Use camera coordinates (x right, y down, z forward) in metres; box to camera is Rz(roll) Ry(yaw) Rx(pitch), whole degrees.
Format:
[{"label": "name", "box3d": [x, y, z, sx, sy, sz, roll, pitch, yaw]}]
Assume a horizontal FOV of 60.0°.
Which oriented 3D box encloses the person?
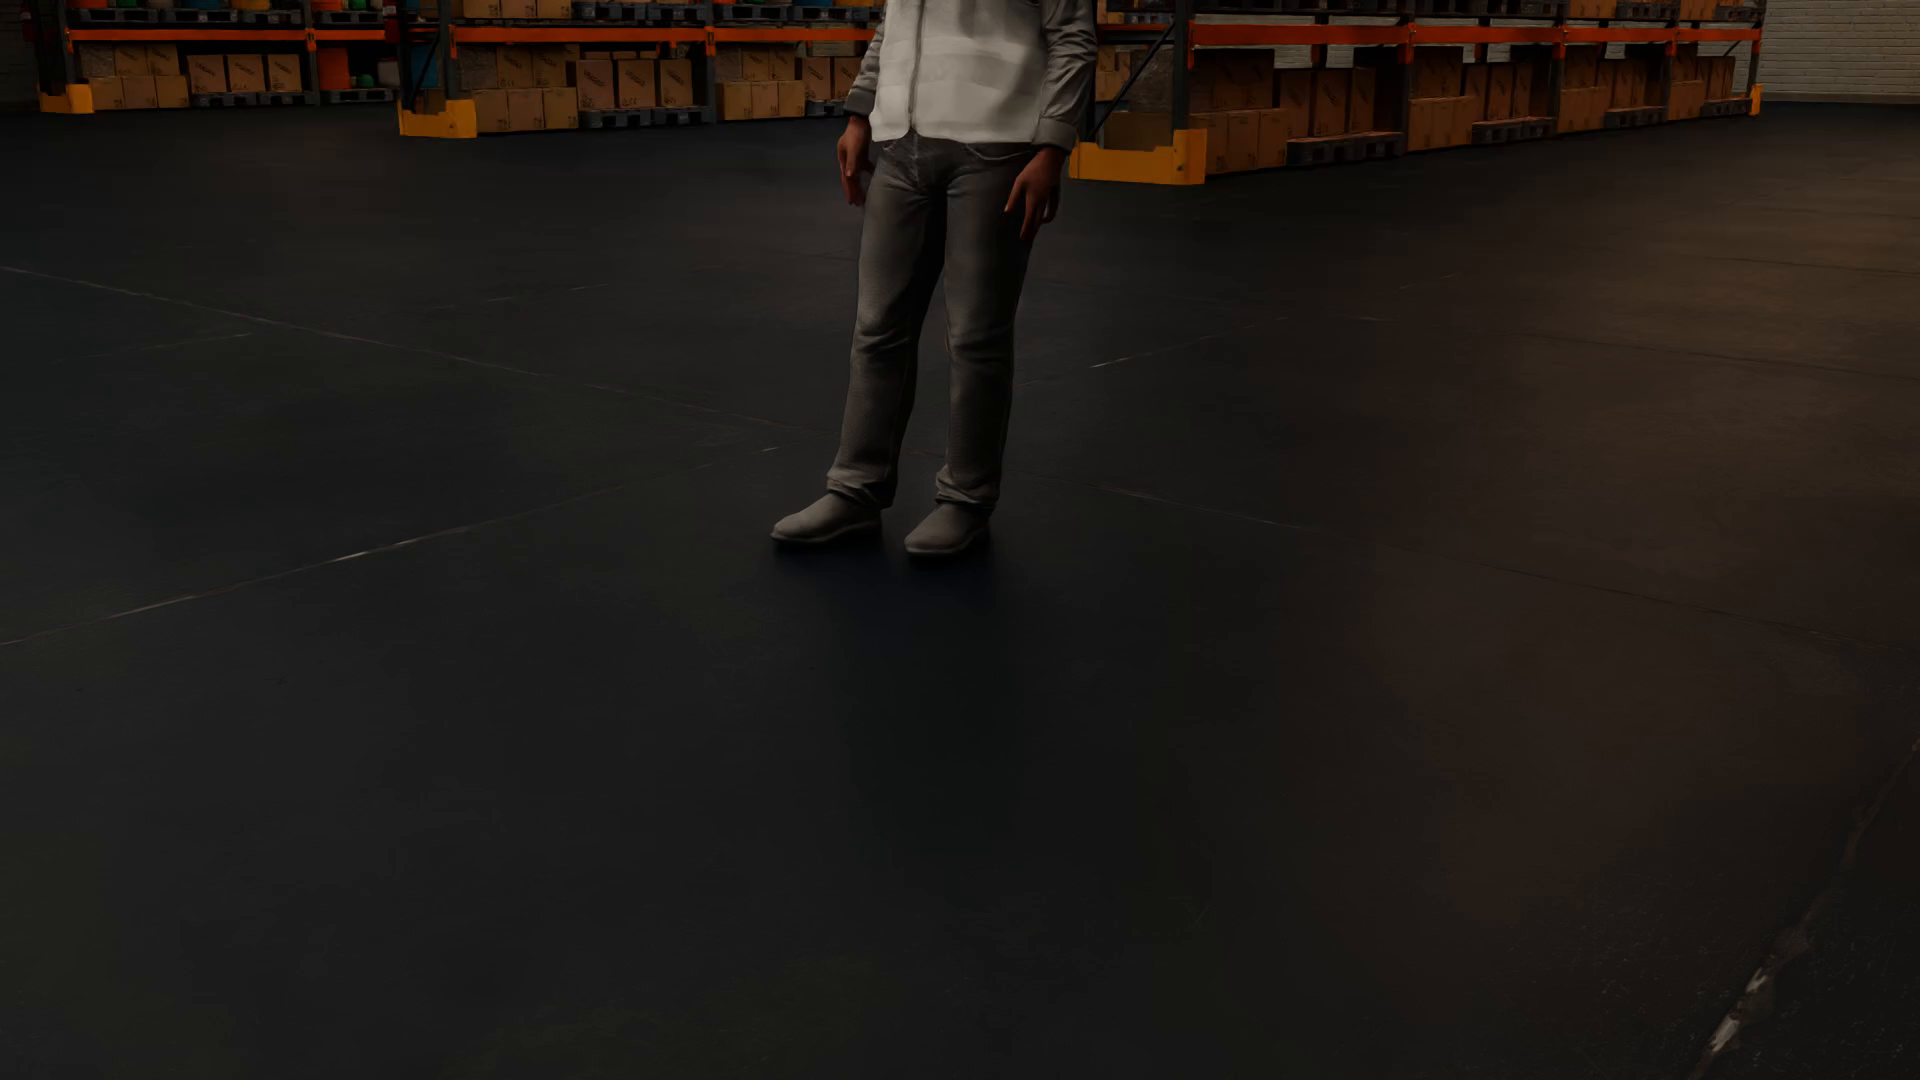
[{"label": "person", "box3d": [-0.046, -0.844, 3.641, 0.632, 1.773, 0.568, 13, 21, 37]}]
